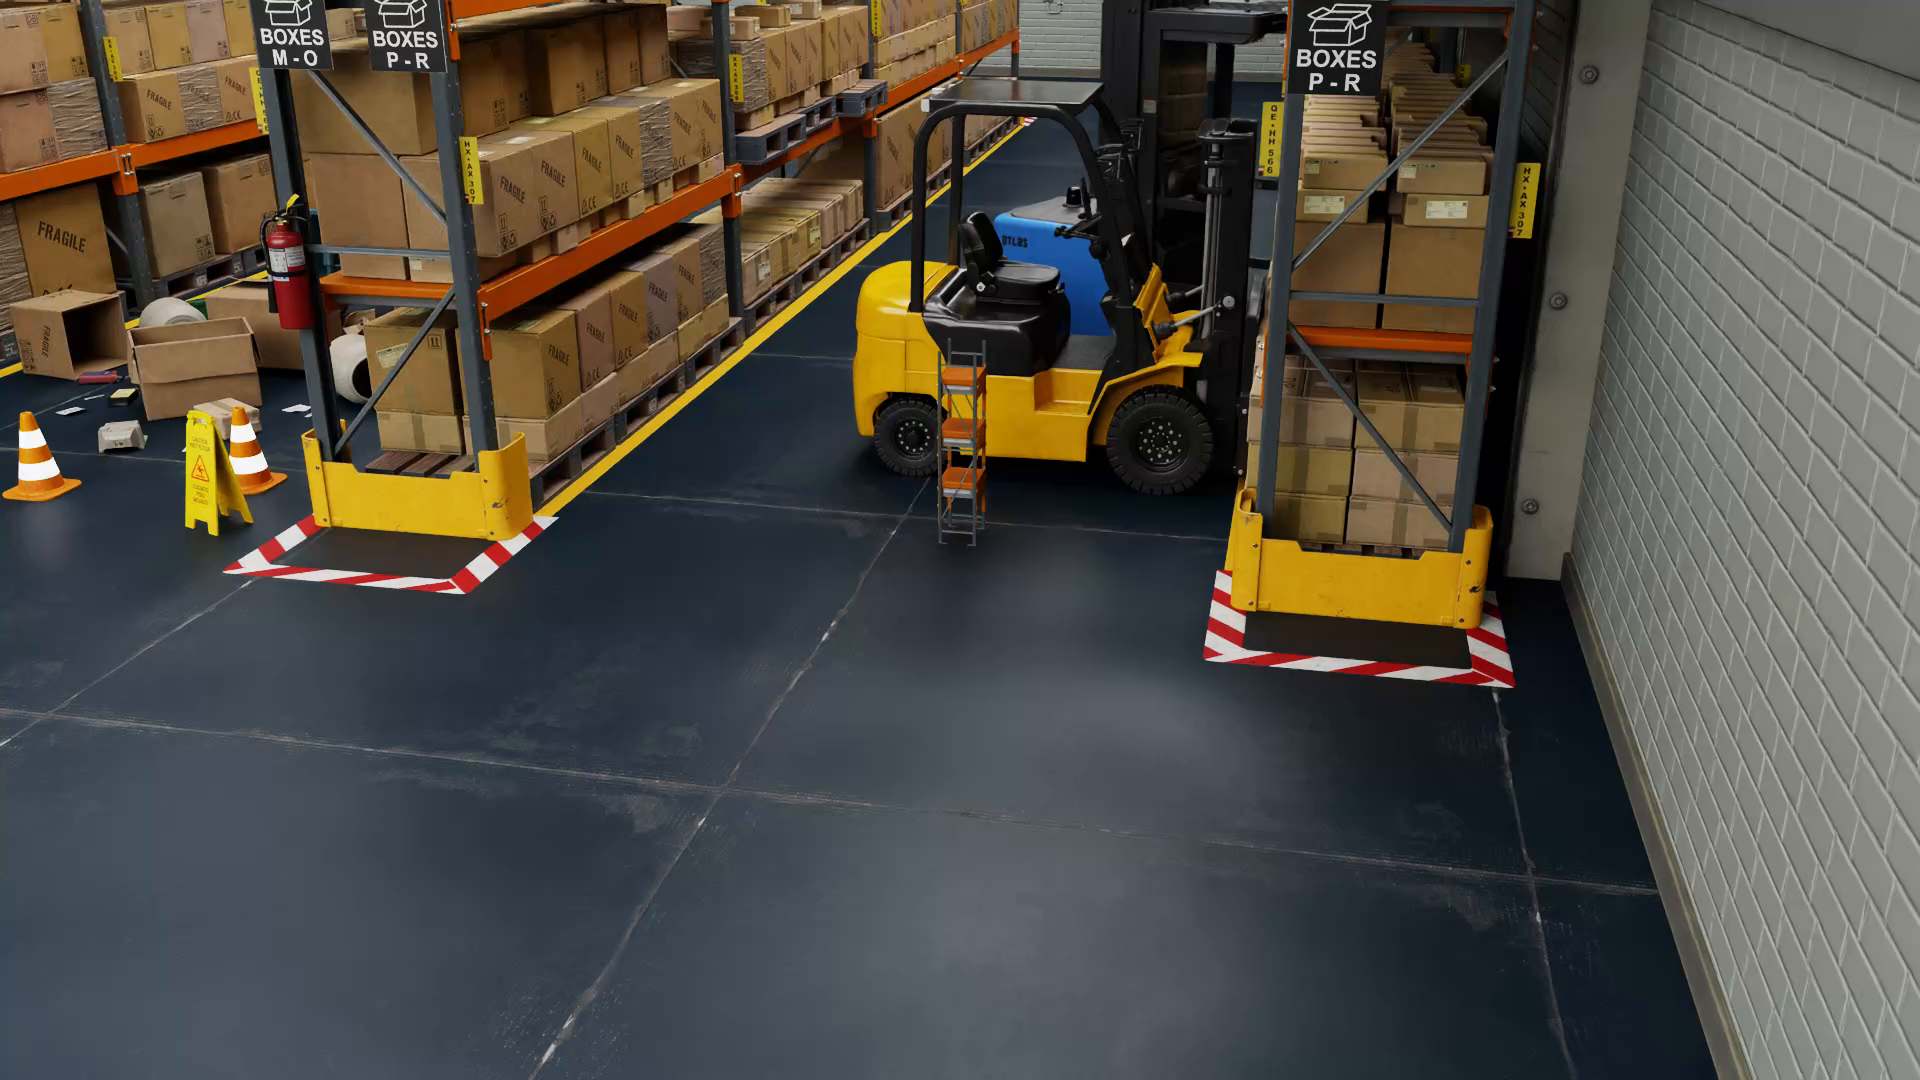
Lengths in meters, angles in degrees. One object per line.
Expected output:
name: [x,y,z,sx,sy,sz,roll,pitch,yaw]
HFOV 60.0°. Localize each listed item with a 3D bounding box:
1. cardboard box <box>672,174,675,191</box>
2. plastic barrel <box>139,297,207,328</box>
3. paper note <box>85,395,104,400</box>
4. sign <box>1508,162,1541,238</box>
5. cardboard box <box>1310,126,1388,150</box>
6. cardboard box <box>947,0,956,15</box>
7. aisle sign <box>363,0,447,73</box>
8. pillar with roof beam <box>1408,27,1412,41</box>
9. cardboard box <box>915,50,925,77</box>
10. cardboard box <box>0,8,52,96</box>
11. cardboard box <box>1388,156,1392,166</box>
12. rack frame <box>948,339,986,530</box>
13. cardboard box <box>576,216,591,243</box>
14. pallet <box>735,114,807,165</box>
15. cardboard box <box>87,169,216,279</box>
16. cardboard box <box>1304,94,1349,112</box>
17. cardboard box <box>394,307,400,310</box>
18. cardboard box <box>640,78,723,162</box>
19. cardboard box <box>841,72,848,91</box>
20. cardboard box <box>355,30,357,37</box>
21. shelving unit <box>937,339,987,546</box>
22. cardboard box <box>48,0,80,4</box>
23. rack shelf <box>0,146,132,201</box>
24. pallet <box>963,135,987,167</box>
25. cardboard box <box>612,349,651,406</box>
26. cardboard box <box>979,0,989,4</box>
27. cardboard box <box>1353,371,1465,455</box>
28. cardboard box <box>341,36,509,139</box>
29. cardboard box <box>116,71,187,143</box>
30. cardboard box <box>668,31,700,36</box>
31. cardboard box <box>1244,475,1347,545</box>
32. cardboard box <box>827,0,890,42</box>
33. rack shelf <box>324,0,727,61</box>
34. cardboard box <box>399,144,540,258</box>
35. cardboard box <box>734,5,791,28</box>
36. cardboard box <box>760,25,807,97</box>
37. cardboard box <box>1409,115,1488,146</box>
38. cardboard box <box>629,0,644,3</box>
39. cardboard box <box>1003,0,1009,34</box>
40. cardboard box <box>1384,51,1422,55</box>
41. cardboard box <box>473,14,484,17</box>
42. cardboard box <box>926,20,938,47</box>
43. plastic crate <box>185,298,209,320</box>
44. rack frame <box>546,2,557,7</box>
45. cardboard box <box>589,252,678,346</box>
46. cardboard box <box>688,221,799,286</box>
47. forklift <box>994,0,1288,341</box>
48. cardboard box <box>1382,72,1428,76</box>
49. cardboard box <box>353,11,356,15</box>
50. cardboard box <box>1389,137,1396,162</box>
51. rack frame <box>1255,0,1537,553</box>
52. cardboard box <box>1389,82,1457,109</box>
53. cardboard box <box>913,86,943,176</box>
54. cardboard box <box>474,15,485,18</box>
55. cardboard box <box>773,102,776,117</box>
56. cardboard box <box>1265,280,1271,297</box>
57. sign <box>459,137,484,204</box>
cardboard box: [-2.134,-2.396,11.124,0.380,0.149,0.250,4,22,10]
plastic barrel: [-5.725,-1.538,12.106,0.421,0.421,0.512,-16,27,-35]
paper note: [-5.850,-0.965,11.237,0.032,0.001,0.123,18,28,38]
sign: [2.457,-1.479,7.245,0.100,0.325,0.005,4,22,11]
cardboard box: [1.952,-1.993,8.386,0.380,0.149,0.250,5,22,11]
cardboard box: [-0.342,-6.178,18.706,0.500,0.500,0.500,5,23,13]
aisle sign: [-2.654,-2.621,7.867,0.394,0.787,0.004,4,22,11]
pillar with roof beam: [2.398,-10.965,24.033,9.100,9.000,0.400,4,22,11]
cardboard box: [-0.669,-5.039,17.551,0.500,0.250,0.500,4,22,11]
cardboard box: [-7.103,-3.493,11.866,0.875,0.550,0.550,4,22,11]
cardboard box: [2.583,-1.851,9.302,0.500,0.500,0.500,5,22,12]
rack frame: [0.036,-0.551,8.817,0.200,1.050,0.008,4,22,11]
cardboard box: [-2.385,-1.824,9.705,0.380,0.149,0.250,5,22,12]
pallet: [-1.831,-3.104,12.802,1.003,0.211,1.213,4,22,11]
cardboard box: [-6.957,-2.650,13.868,1.050,0.750,0.750,4,22,11]
cardboard box: [2.188,-2.559,9.792,0.380,0.149,0.250,4,22,10]
cardboard box: [-3.680,-1.478,11.851,0.500,0.500,0.500,-16,27,-35]
cardboard box: [-1.976,-2.927,11.575,0.500,0.500,0.500,4,22,10]
cardboard box: [-1.200,-4.037,14.637,0.380,0.149,0.250,3,22,8]
cardboard box: [-6.471,-5.257,17.268,0.380,0.149,0.250,5,23,13]
shelving unit: [0.011,-0.507,8.706,0.215,1.050,0.252,4,22,11]
cardboard box: [-10.583,-6.405,19.265,0.797,0.503,0.637,5,23,13]
rack shelf: [-7.404,-2.200,11.264,1.077,0.370,4.000,4,22,11]
pallet: [-0.265,-4.829,20.561,1.003,0.211,1.213,4,22,11]
cardboard box: [-2.299,-1.042,10.543,0.500,0.250,0.500,6,23,15]
cardboard box: [0.063,-6.887,20.466,0.500,0.500,0.500,5,22,12]
cardboard box: [2.198,-0.629,8.181,0.500,0.250,0.500,4,22,10]
cardboard box: [-2.944,-2.498,9.170,0.700,0.500,0.500,5,22,11]
cardboard box: [-6.625,-3.483,13.353,0.500,0.500,0.500,5,22,12]
cardboard box: [-2.159,-3.672,12.861,0.500,0.500,0.500,5,22,11]
cardboard box: [1.701,-0.200,8.453,0.500,0.250,0.500,5,22,11]
cardboard box: [-0.973,-5.059,15.929,0.500,0.500,0.500,4,22,9]
rack shelf: [-2.537,-3.251,9.858,1.077,0.370,4.000,4,22,11]
cardboard box: [-2.577,-1.798,8.771,0.500,0.500,0.500,4,22,10]
cardboard box: [-1.566,-4.155,13.192,0.380,0.149,0.250,6,23,14]
cardboard box: [-1.537,-3.816,13.220,0.500,0.500,0.500,4,22,11]
cardboard box: [2.563,-2.143,8.760,0.380,0.149,0.250,4,22,10]
cardboard box: [-4.591,-7.280,22.382,0.500,0.500,0.500,5,22,11]
cardboard box: [0.363,-6.981,22.037,0.500,0.500,0.500,4,22,10]
cardboard box: [3.511,-3.844,13.382,0.380,0.149,0.250,4,22,11]
cardboard box: [-5.521,-5.907,18.482,0.380,0.149,0.250,3,22,9]
cardboard box: [-0.543,-5.460,17.926,0.500,0.250,0.500,5,22,12]
plastic crate: [-5.748,-1.824,13.054,0.450,0.188,0.662,7,21,42]
rack frame: [-5.363,-6.191,20.210,1.000,3.000,0.127,4,22,11]
cardboard box: [-2.192,-1.582,10.881,0.500,0.500,0.500,6,23,14]
cardboard box: [-1.881,-2.356,13.643,0.950,0.372,0.625,6,23,14]
forklift: [1.728,-2.467,11.056,3.031,2.935,1.130,14,26,32]
cardboard box: [3.202,-3.287,11.999,0.380,0.149,0.250,4,22,10]
cardboard box: [-6.475,-5.388,17.194,0.380,0.149,0.250,4,22,10]
cardboard box: [2.603,-2.194,9.284,0.380,0.149,0.250,4,22,9]
rack frame: [1.915,-1.085,7.532,1.000,3.000,0.127,4,22,11]
cardboard box: [2.829,-2.707,10.159,0.380,0.149,0.250,4,22,10]
cardboard box: [-0.721,-4.496,18.283,0.875,0.875,0.875,5,22,12]
cardboard box: [-5.516,-5.764,18.526,0.380,0.149,0.250,5,22,11]
cardboard box: [-1.664,-3.381,13.008,0.380,0.149,0.250,6,23,14]
cardboard box: [2.121,-1.409,10.116,0.500,0.250,0.500,5,23,13]
sign: [-2.414,-1.822,8.204,0.100,0.325,0.005,4,22,11]
